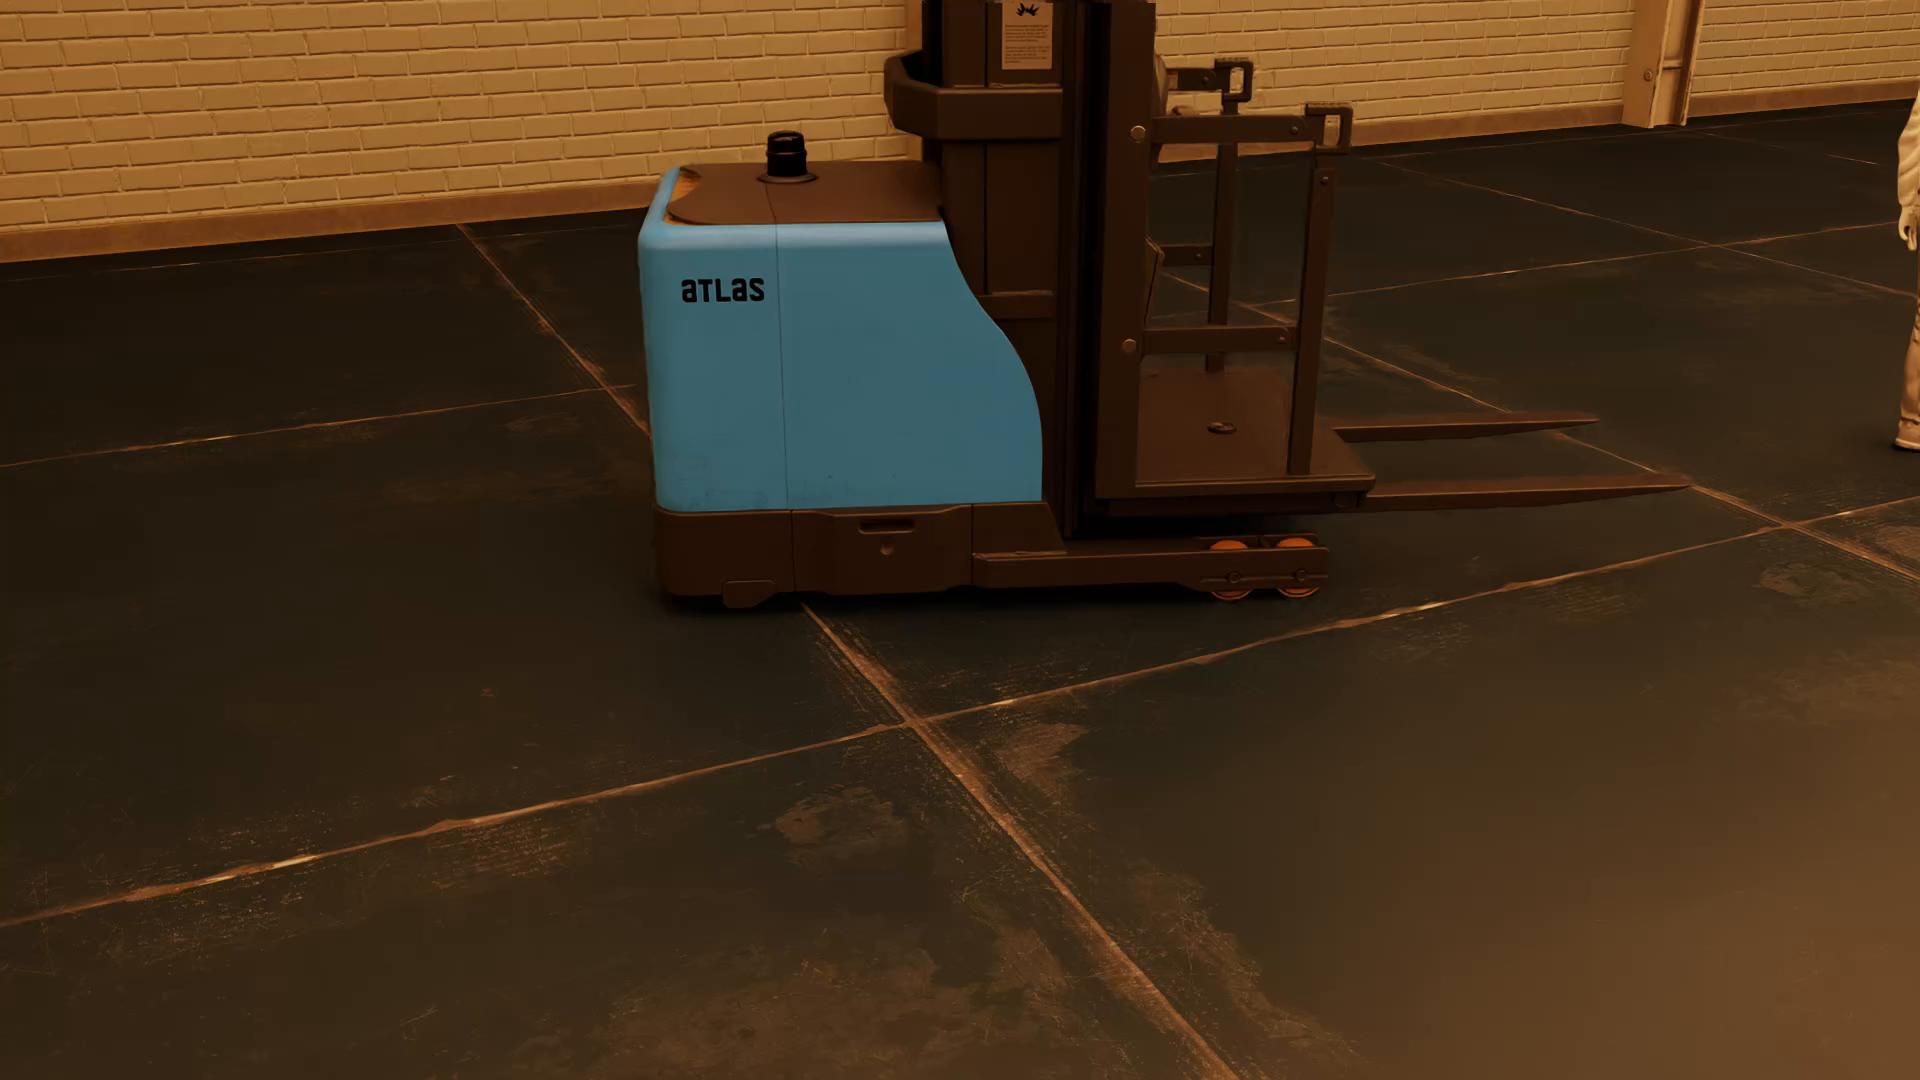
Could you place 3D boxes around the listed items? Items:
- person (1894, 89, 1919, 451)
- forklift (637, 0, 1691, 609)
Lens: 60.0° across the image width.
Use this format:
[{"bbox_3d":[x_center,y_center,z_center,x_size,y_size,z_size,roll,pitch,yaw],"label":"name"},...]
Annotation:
[{"bbox_3d":[3.407,-1.078,5.514,0.454,1.709,0.570,-15,27,-32],"label":"person"},{"bbox_3d":[0.627,-1.384,4.617,3.031,2.935,1.130,-2,23,-5],"label":"forklift"}]
